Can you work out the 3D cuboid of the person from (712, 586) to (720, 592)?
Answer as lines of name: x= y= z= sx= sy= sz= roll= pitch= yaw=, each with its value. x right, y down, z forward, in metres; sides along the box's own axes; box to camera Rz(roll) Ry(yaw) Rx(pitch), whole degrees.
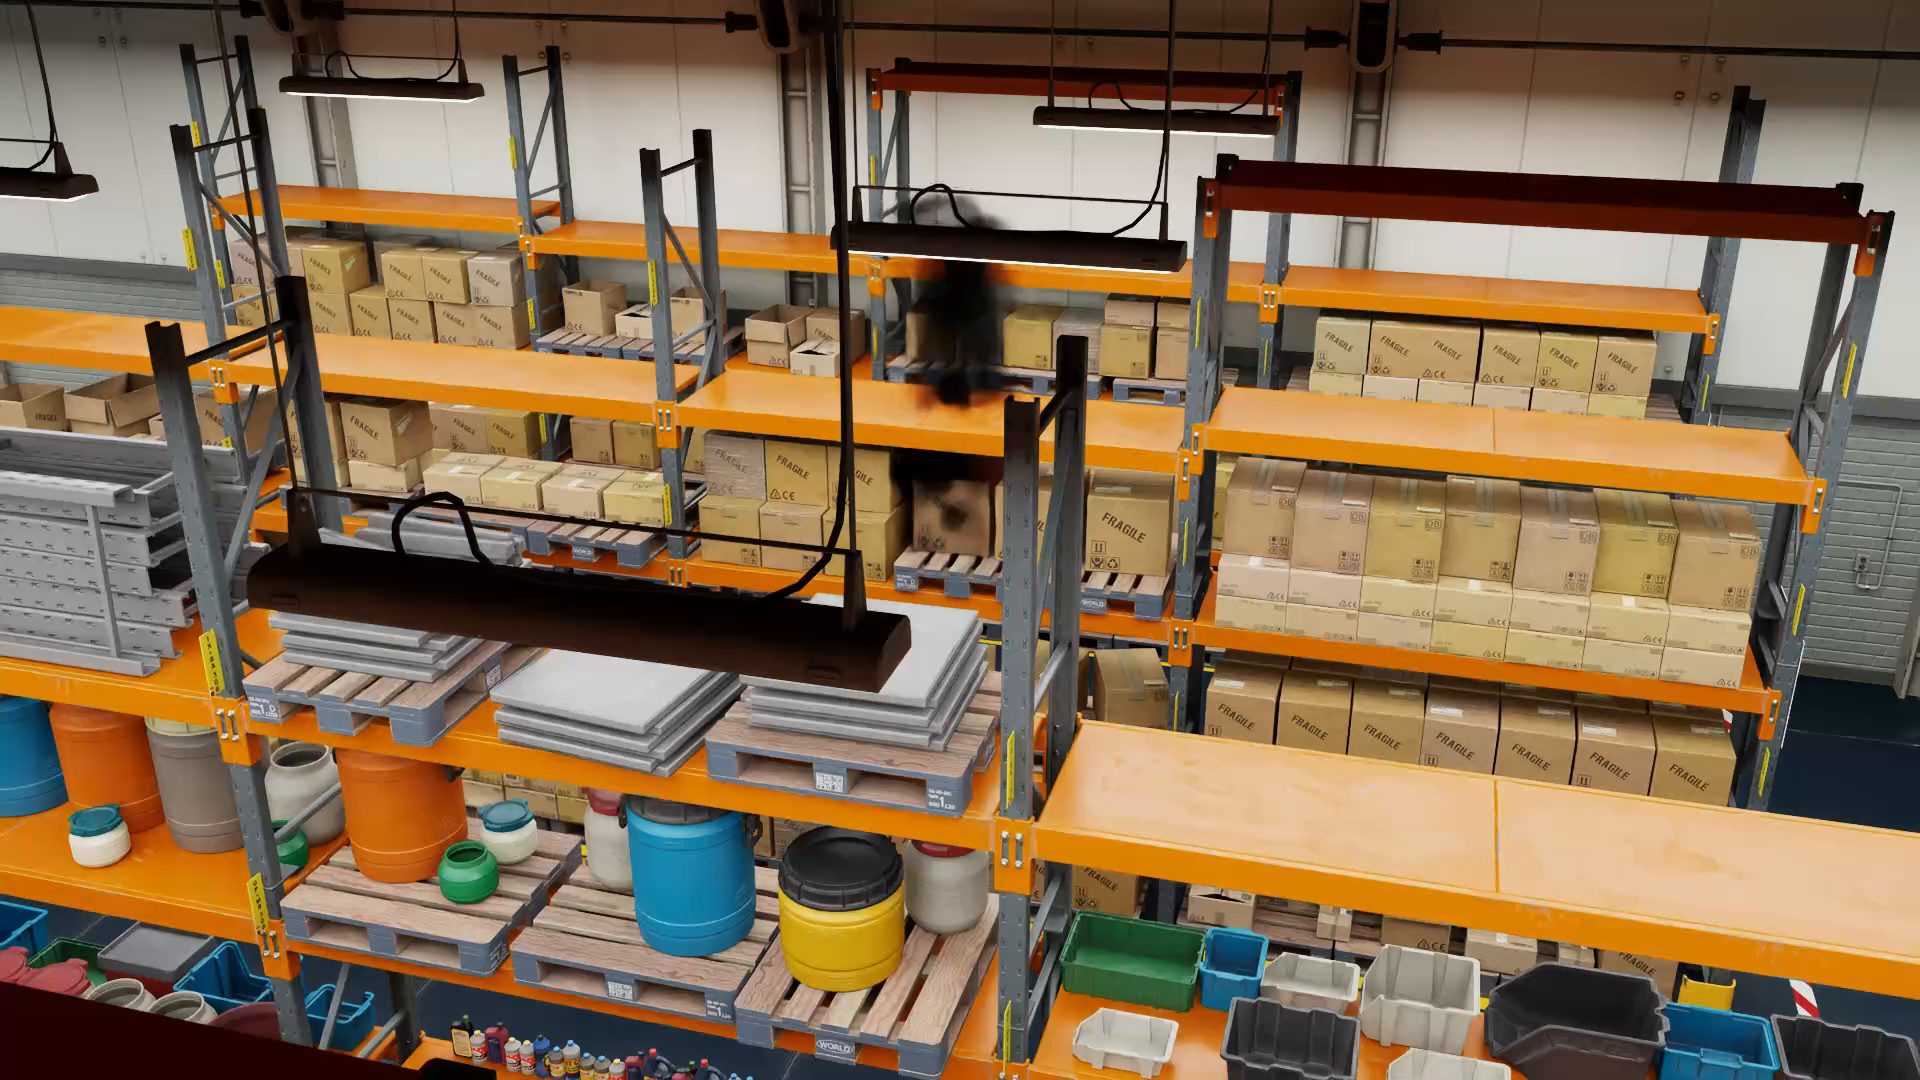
person: x=-2.386 y=0.958 z=16.316 sx=0.577 sy=1.641 sz=0.564 roll=3 pitch=23 yaw=6
